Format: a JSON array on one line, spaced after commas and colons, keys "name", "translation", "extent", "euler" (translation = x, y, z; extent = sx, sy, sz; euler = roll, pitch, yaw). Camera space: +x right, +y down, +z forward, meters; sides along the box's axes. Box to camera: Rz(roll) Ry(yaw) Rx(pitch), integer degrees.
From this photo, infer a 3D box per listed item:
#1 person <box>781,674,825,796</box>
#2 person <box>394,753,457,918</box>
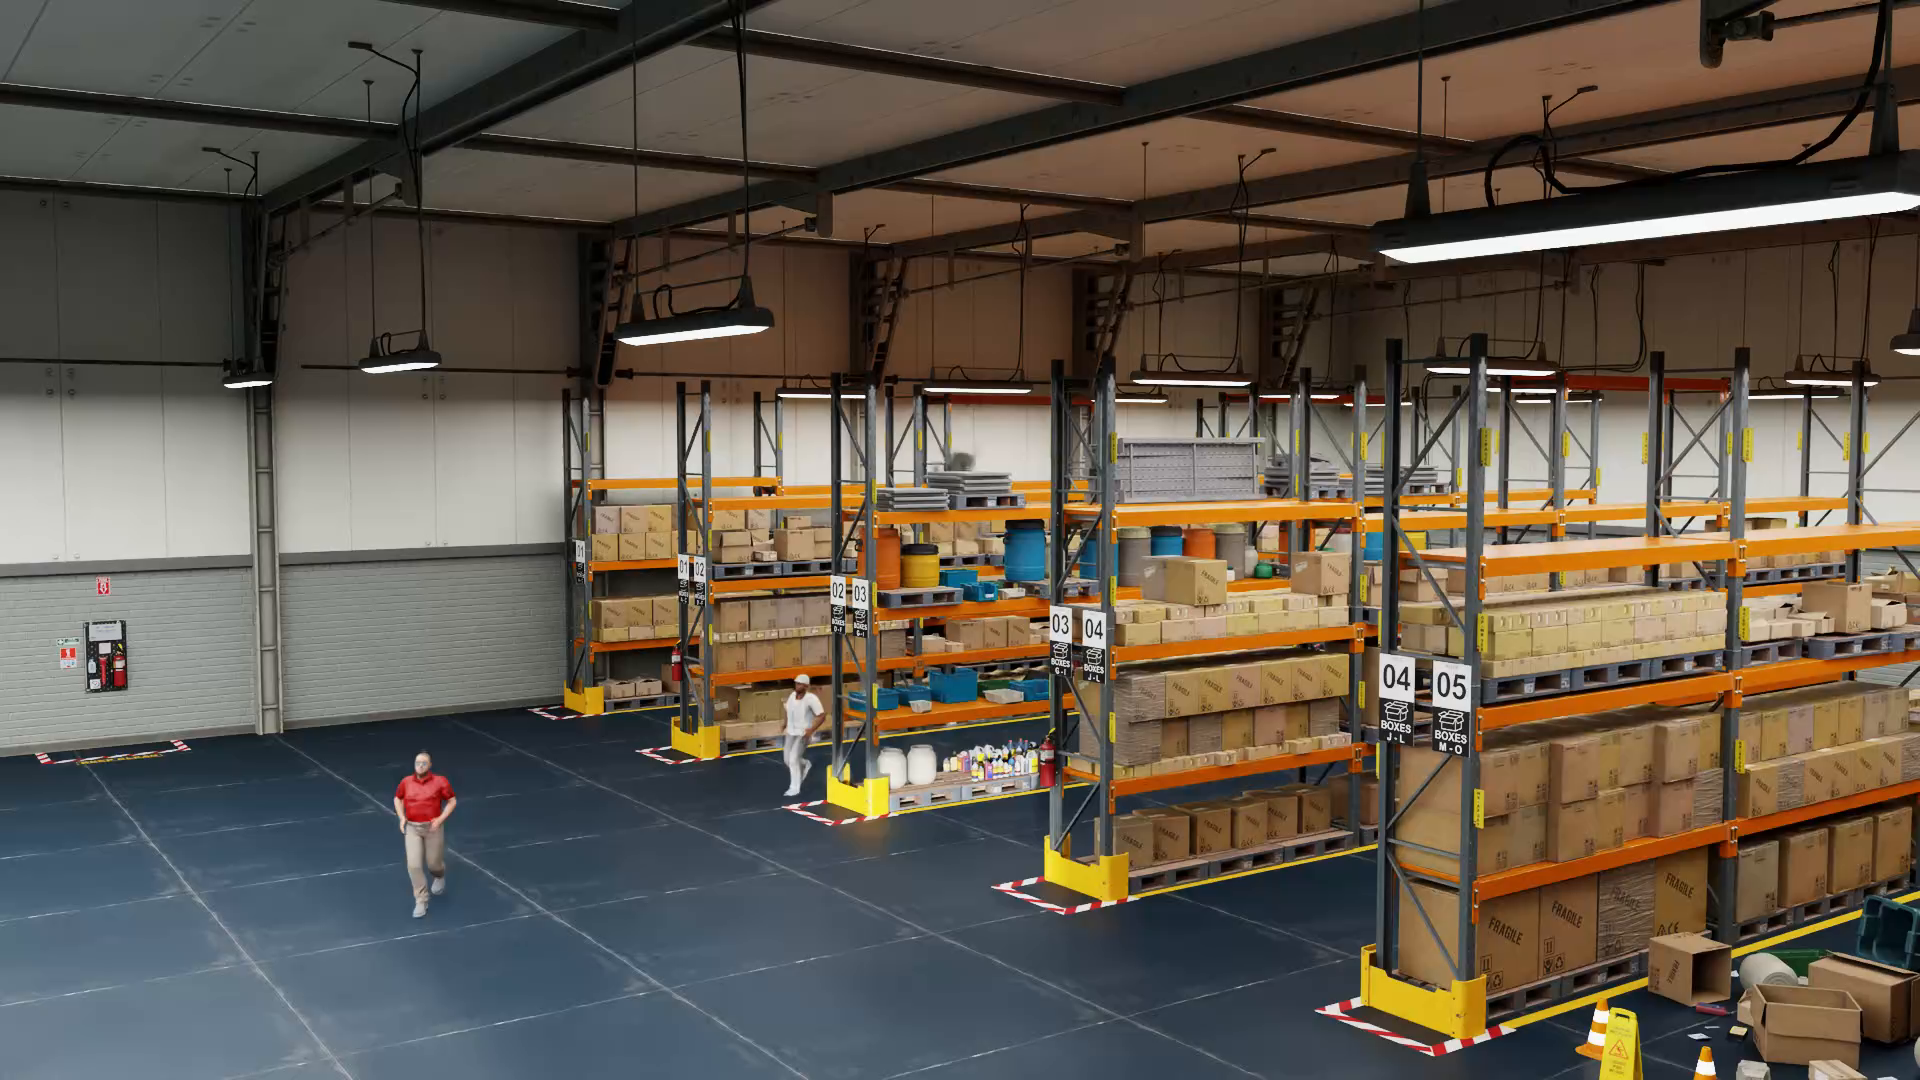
[{"name": "person", "translation": [-2.244, 2.796, 23.896], "extent": [0.741, 1.760, 0.679], "euler": [3, 4, 35]}, {"name": "person", "translation": [-5.814, 3.191, 18.080], "extent": [0.676, 1.640, 0.810], "euler": [-1, 4, -8]}]
